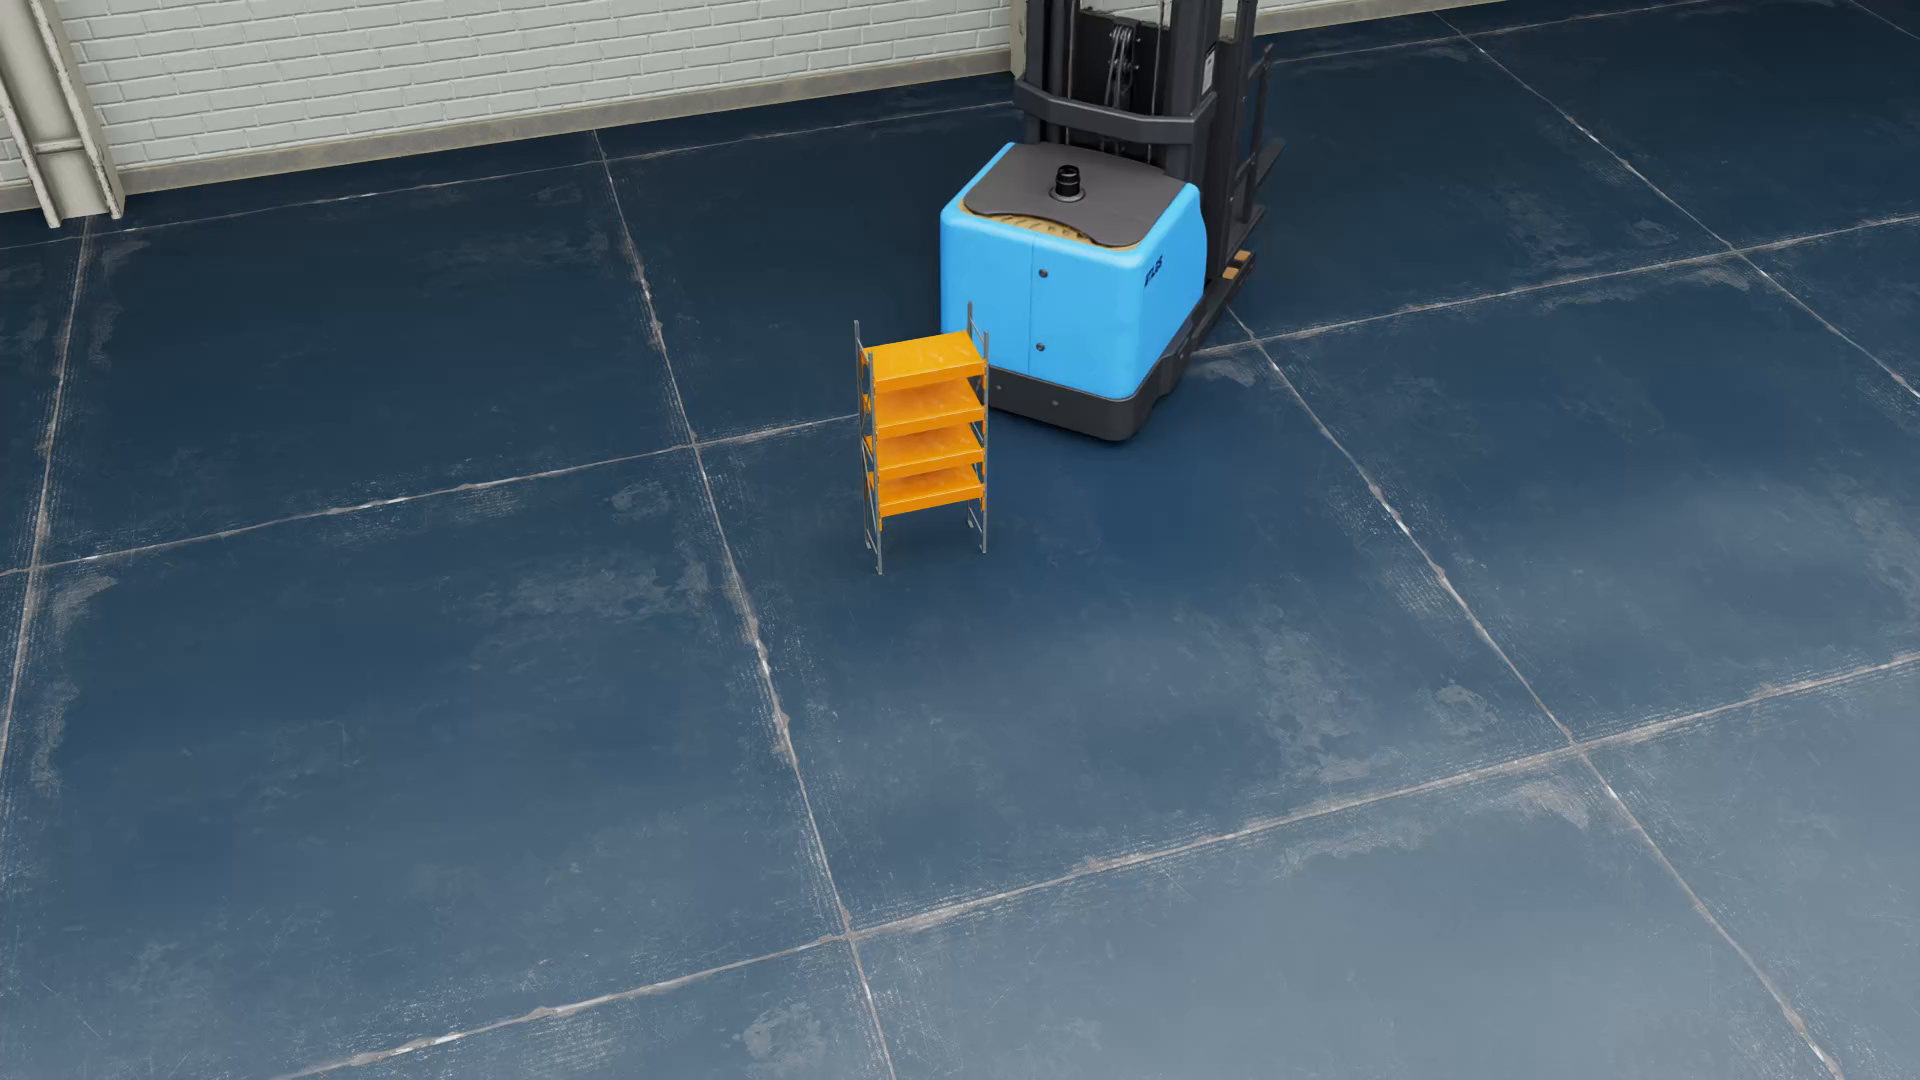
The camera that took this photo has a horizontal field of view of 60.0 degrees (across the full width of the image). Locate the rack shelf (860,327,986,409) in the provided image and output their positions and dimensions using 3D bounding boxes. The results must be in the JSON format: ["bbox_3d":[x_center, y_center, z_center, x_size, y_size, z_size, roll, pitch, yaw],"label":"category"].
[{"bbox_3d":[-0.158,-0.715,6.909,0.480,0.148,0.258,-12,42,-13],"label":"rack shelf"}]

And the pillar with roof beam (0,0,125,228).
[{"bbox_3d":[-3.863,-2.638,3.779,0.400,9.000,9.100,-12,42,-13],"label":"pillar with roof beam"}]

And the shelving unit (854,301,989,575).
[{"bbox_3d":[-0.158,-0.419,7.167,0.503,1.200,0.258,-12,42,-13],"label":"shelving unit"}]

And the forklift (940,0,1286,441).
[{"bbox_3d":[0.994,-2.551,8.292,1.130,2.935,3.031,18,44,19],"label":"forklift"}]

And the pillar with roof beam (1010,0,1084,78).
[{"bbox_3d":[1.860,-3.824,5.137,0.400,9.000,9.100,-12,42,-13],"label":"pillar with roof beam"}]

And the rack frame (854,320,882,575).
[{"bbox_3d":[-0.391,-0.371,7.112,0.015,1.200,0.240,-12,42,-13],"label":"rack frame"}]

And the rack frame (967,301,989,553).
[{"bbox_3d":[0.075,-0.467,7.223,0.015,1.200,0.240,-12,42,-13],"label":"rack frame"}]

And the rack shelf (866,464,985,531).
[{"bbox_3d":[-0.158,-0.219,7.342,0.480,0.148,0.258,-12,42,-13],"label":"rack shelf"}]

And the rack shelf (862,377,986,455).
[{"bbox_3d":[-0.158,-0.537,7.064,0.480,0.148,0.258,-12,42,-13],"label":"rack shelf"}]

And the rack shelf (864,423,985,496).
[{"bbox_3d":[-0.158,-0.368,7.212,0.480,0.148,0.258,-12,42,-13],"label":"rack shelf"}]
